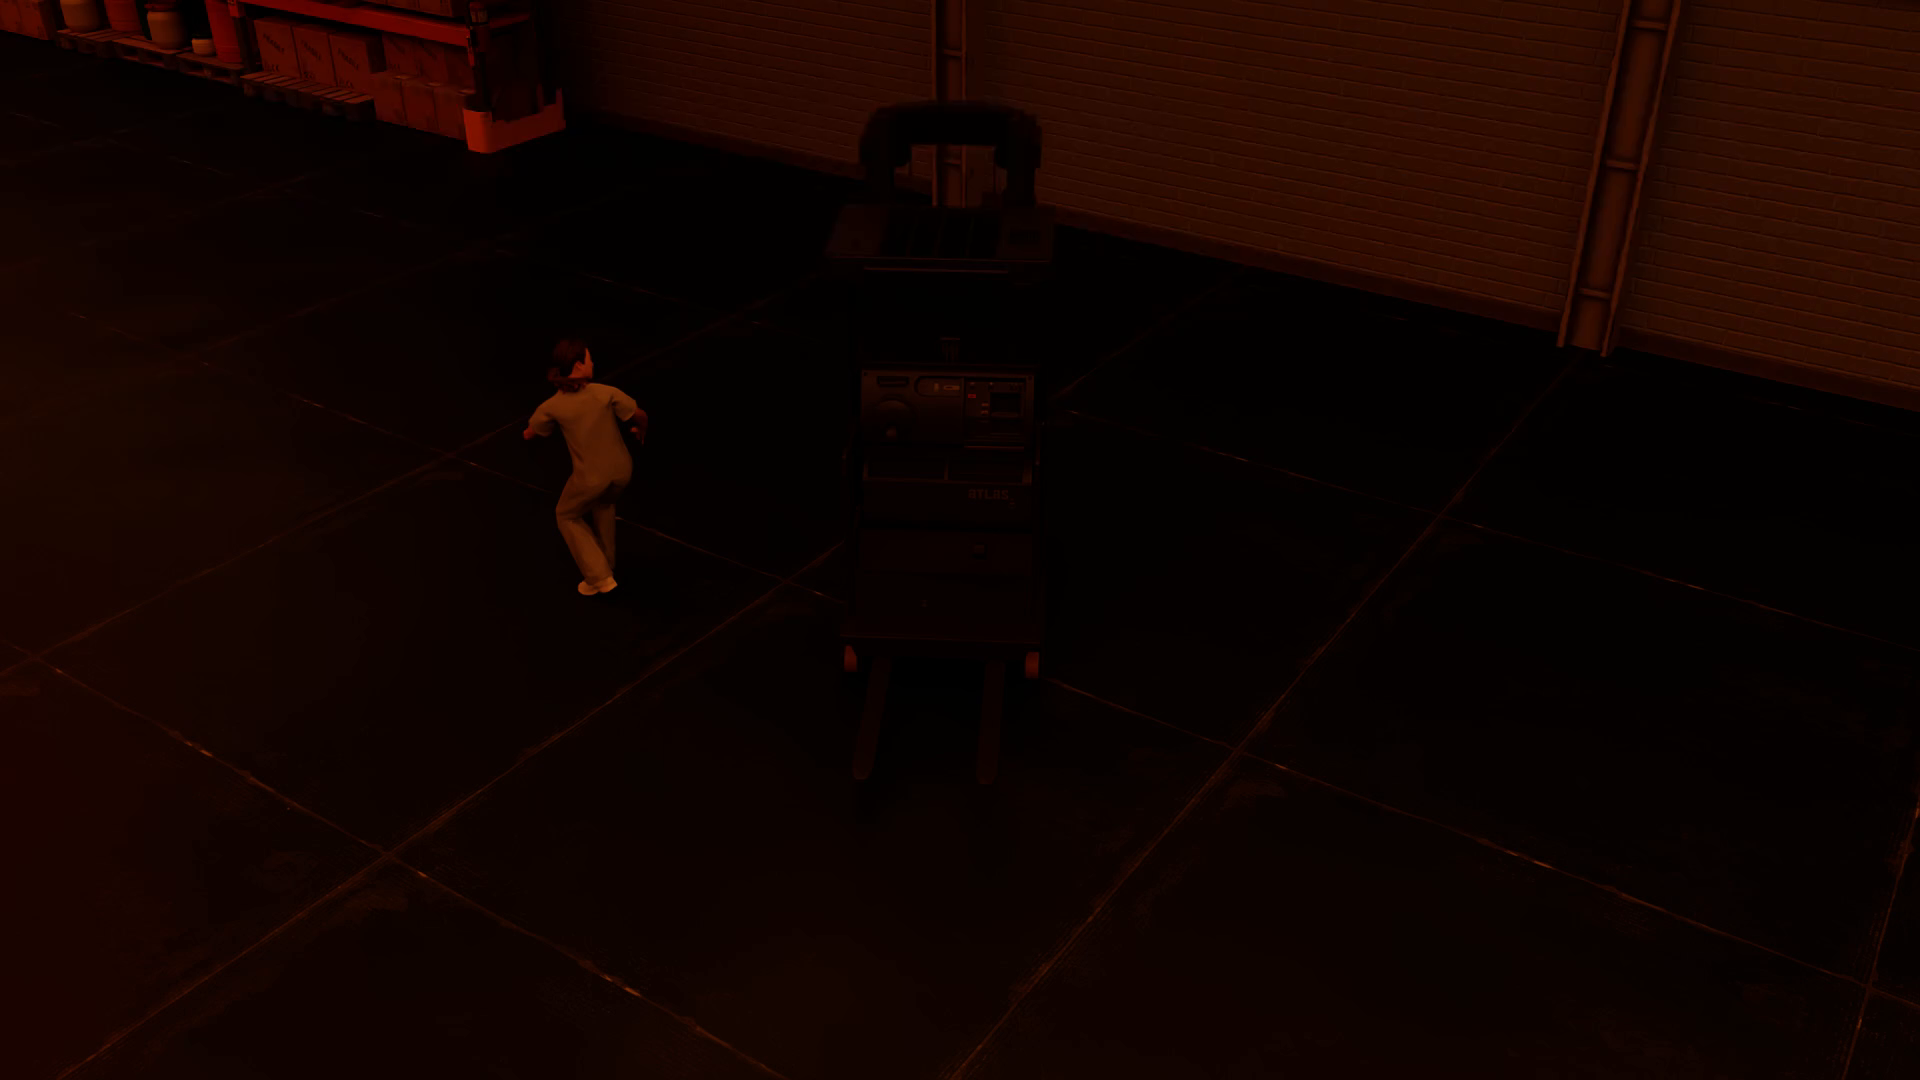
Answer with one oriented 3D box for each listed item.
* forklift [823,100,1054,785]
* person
[{"bbox_3d":[-0.080,-0.666,8.728,1.130,2.935,3.031,2,30,3],"label":"forklift"},{"bbox_3d":[-2.164,-0.460,9.730,0.718,1.570,0.698,-17,34,-26],"label":"person"}]
